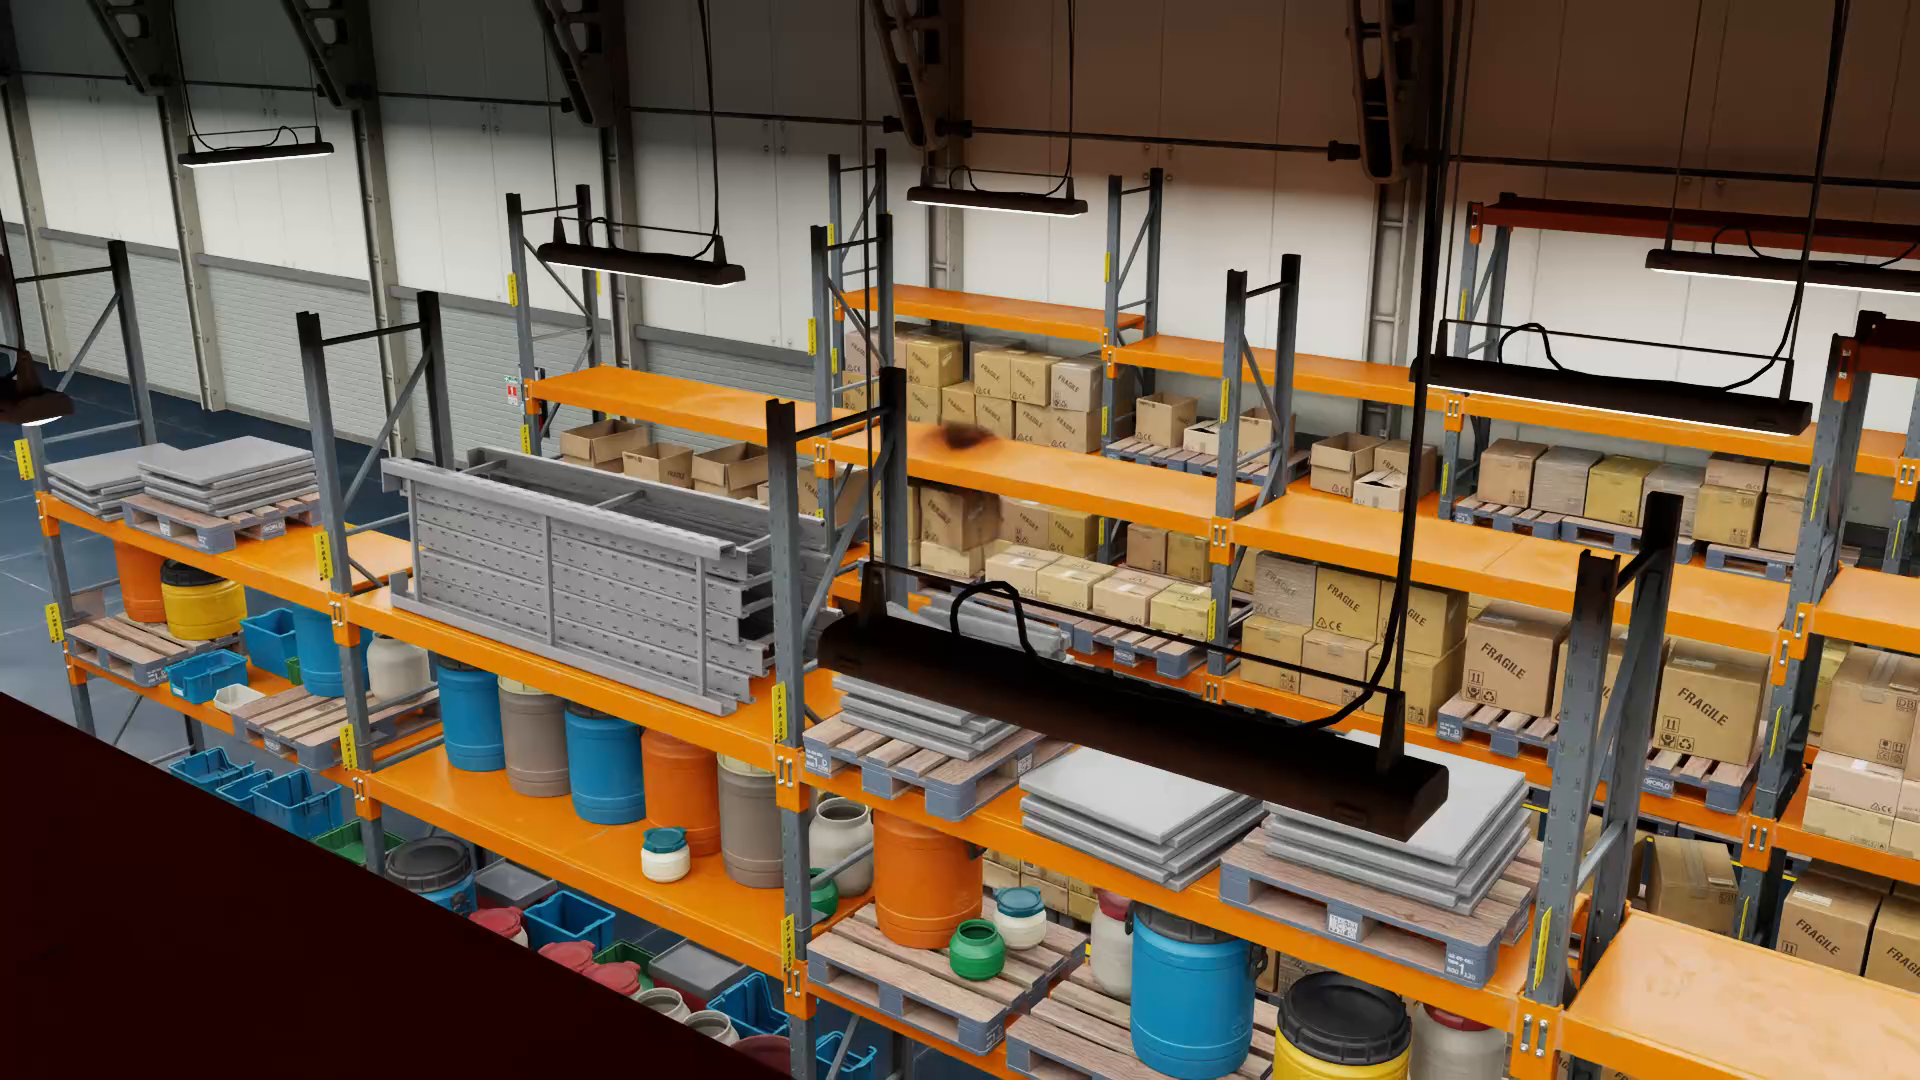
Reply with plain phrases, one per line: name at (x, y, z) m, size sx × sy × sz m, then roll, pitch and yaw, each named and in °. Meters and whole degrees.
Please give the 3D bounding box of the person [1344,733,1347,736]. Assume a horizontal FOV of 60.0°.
person at (3.577, 2.261, 15.572) m, size 0.975 × 1.731 × 0.523 m, roll 12°, pitch 22°, yaw 32°
